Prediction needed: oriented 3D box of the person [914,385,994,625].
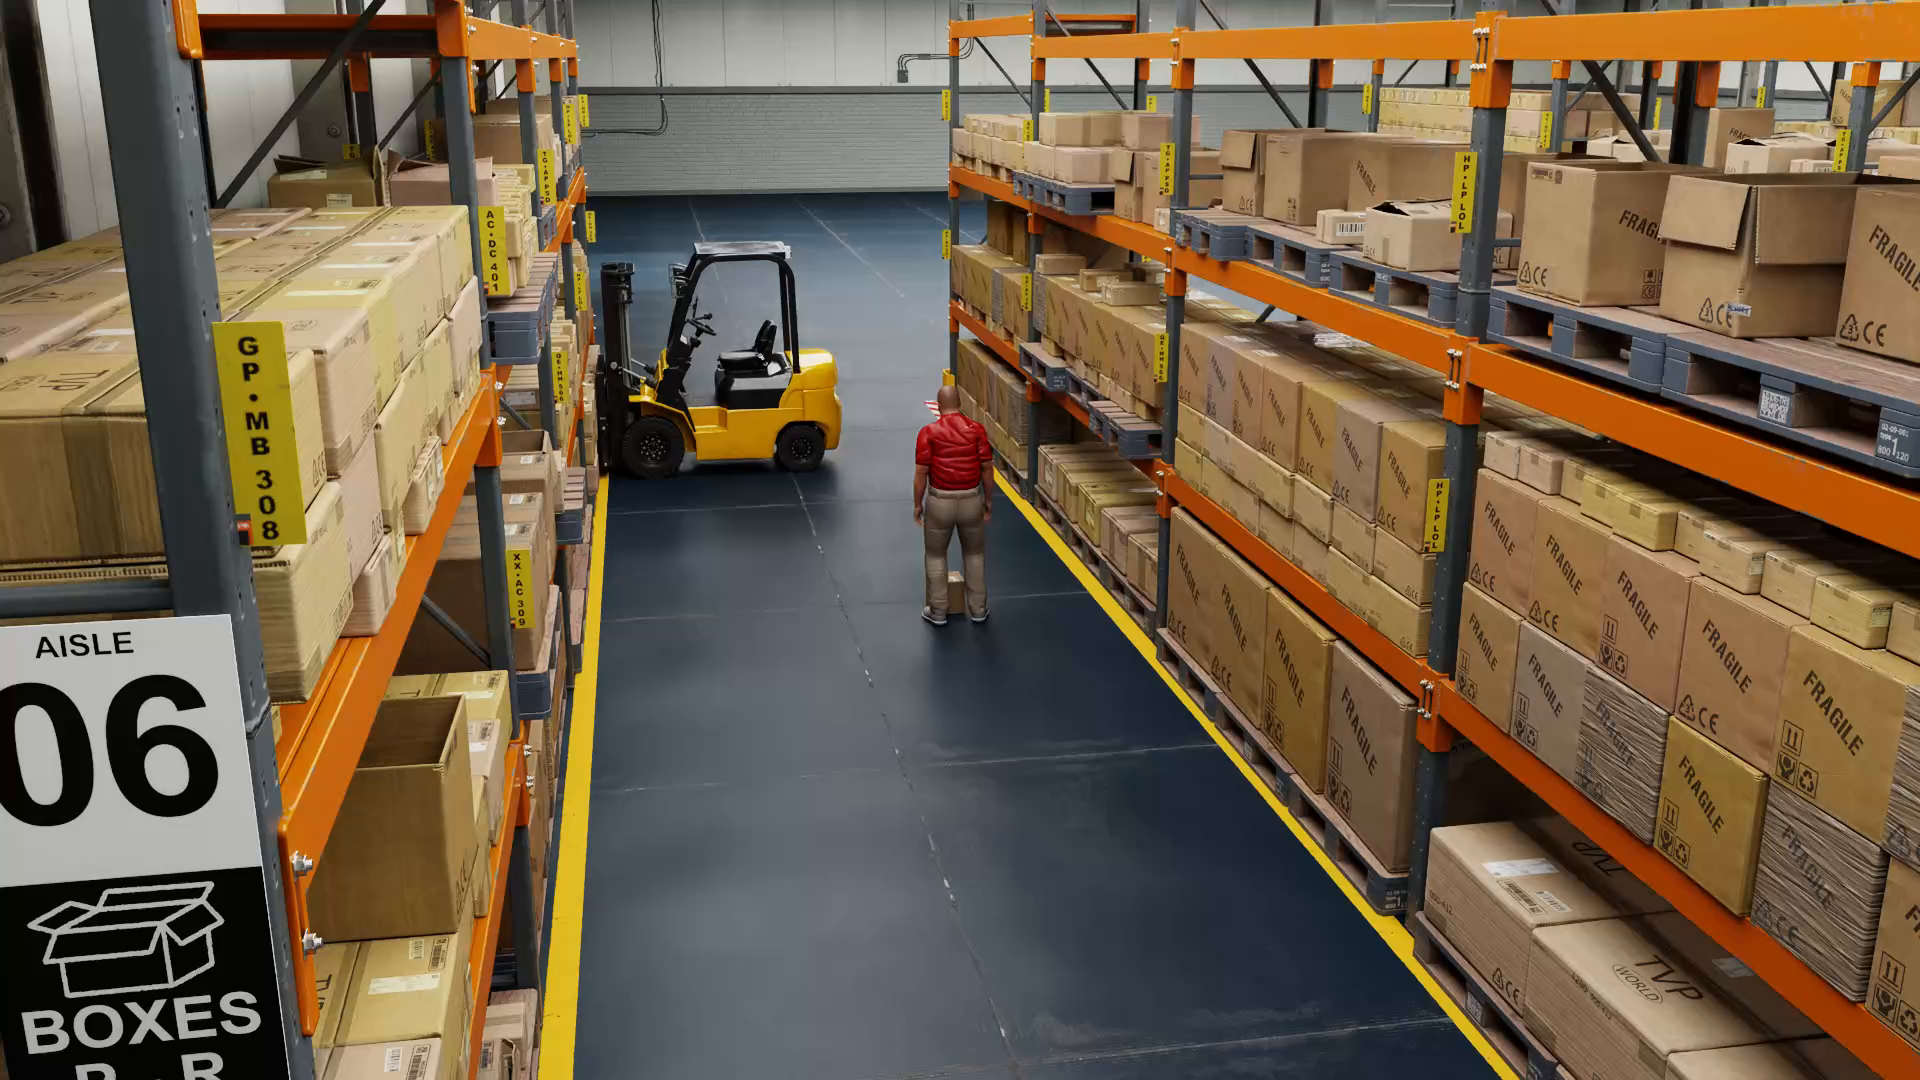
[{"bbox_3d":[-0.048,-0.246,11.904,0.583,1.726,0.394,-3,17,-11],"label":"person"}]
